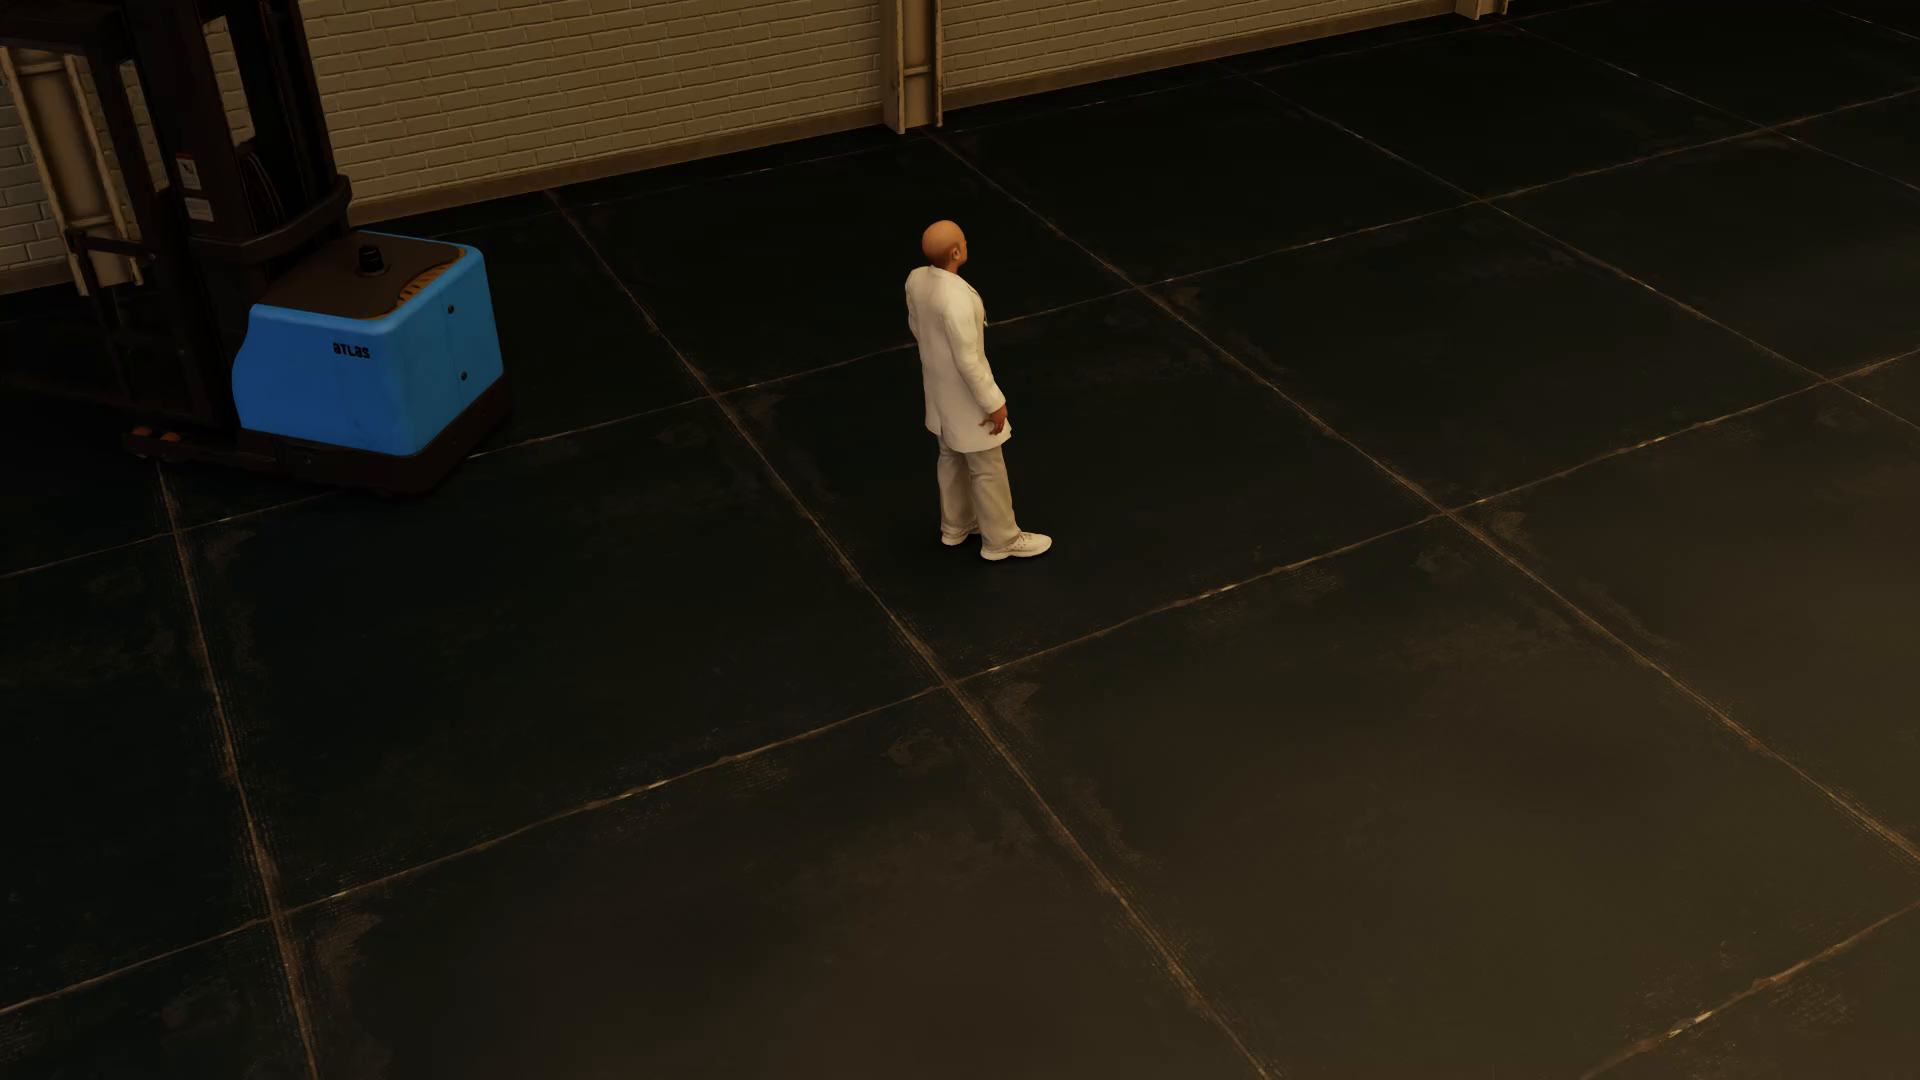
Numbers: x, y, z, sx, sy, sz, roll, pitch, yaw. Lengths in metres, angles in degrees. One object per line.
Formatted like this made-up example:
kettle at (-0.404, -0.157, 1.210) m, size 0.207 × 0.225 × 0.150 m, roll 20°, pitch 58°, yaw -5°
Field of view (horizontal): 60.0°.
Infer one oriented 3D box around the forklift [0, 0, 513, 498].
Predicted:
forklift at (-4.160, -1.907, 8.821) m, size 3.031 × 2.935 × 1.130 m, roll 10°, pitch 36°, yaw 14°

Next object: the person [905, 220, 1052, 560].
person at (0.083, -0.754, 8.178) m, size 0.578 × 1.777 × 0.696 m, roll -17°, pitch 39°, yaw -23°
